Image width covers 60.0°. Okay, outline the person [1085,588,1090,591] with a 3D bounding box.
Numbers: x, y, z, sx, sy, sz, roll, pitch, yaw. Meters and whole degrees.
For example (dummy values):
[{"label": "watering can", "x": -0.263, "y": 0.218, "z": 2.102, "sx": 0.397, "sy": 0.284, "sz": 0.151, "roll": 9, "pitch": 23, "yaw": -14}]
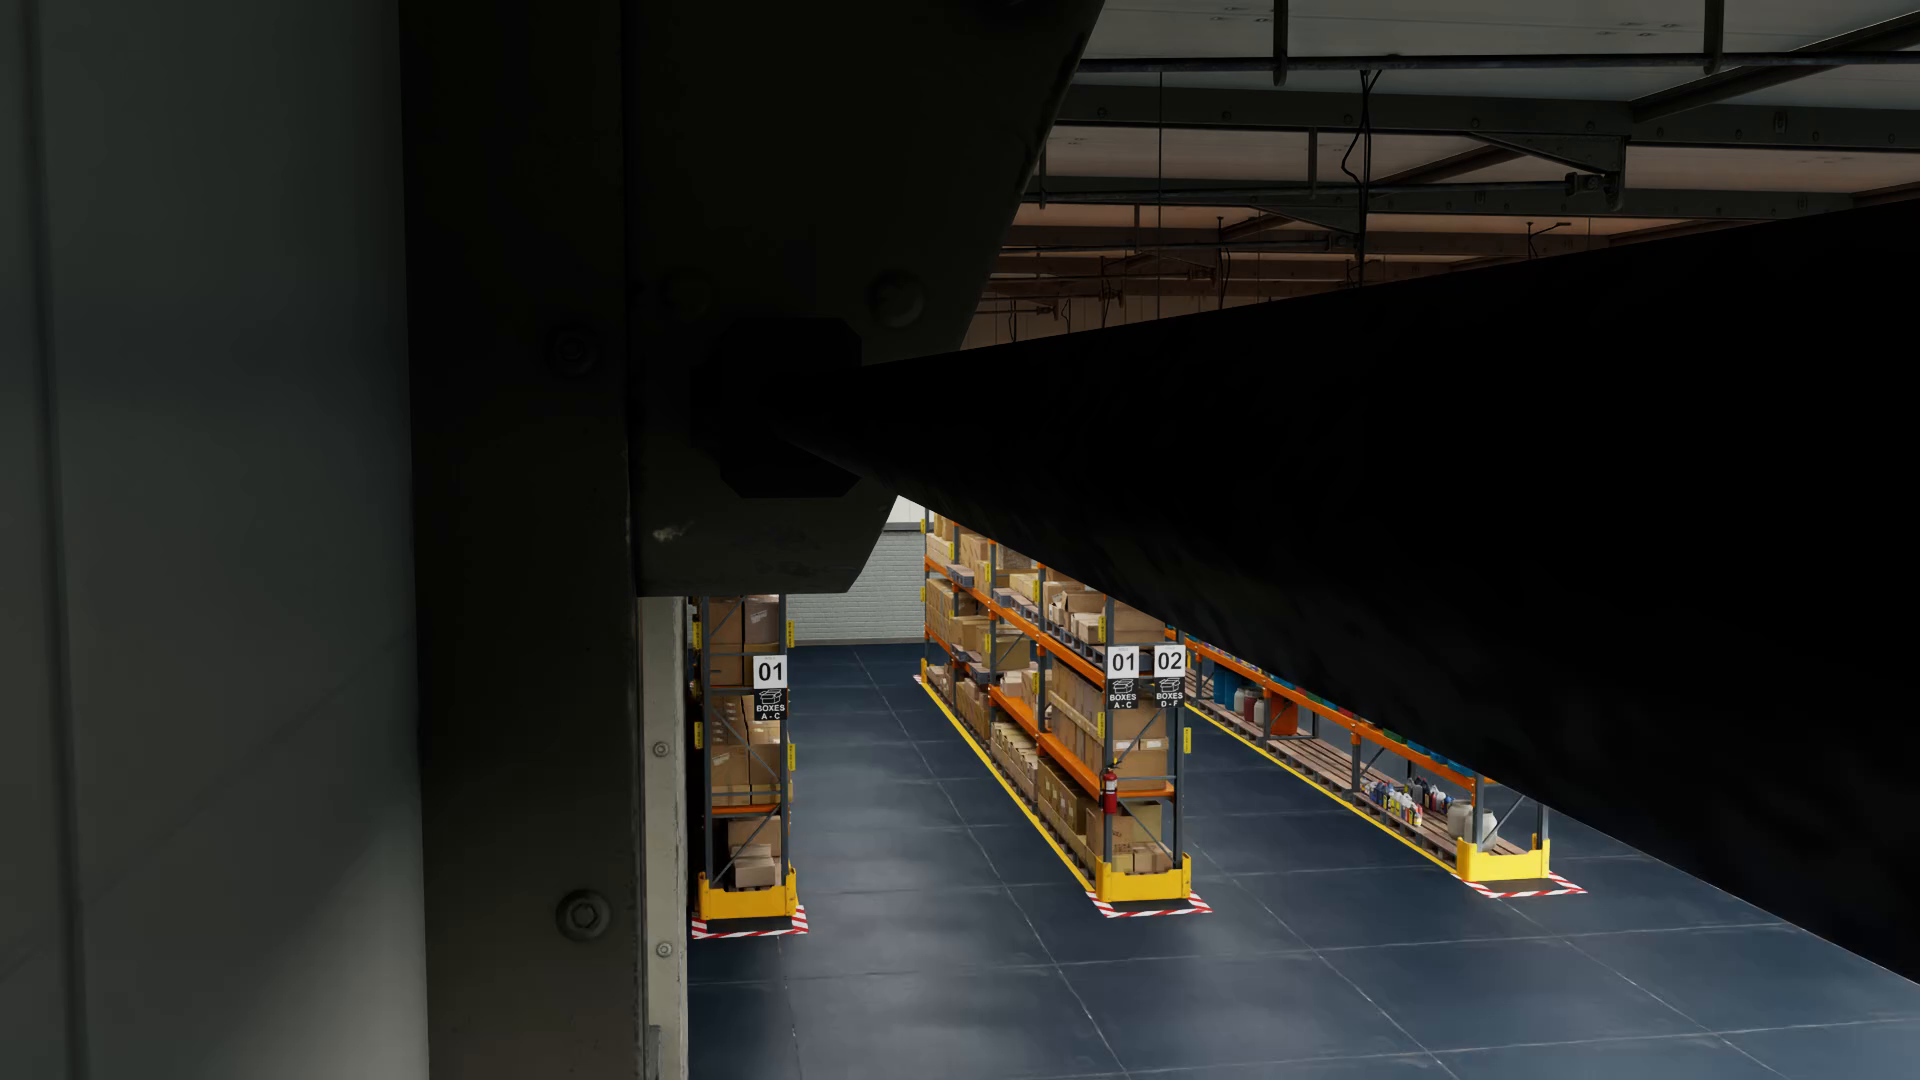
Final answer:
[{"label": "person", "x": 3.004, "y": 1.962, "z": 40.230, "sx": 0.477, "sy": 1.657, "sz": 0.726, "roll": -4, "pitch": 7, "yaw": -42}]
